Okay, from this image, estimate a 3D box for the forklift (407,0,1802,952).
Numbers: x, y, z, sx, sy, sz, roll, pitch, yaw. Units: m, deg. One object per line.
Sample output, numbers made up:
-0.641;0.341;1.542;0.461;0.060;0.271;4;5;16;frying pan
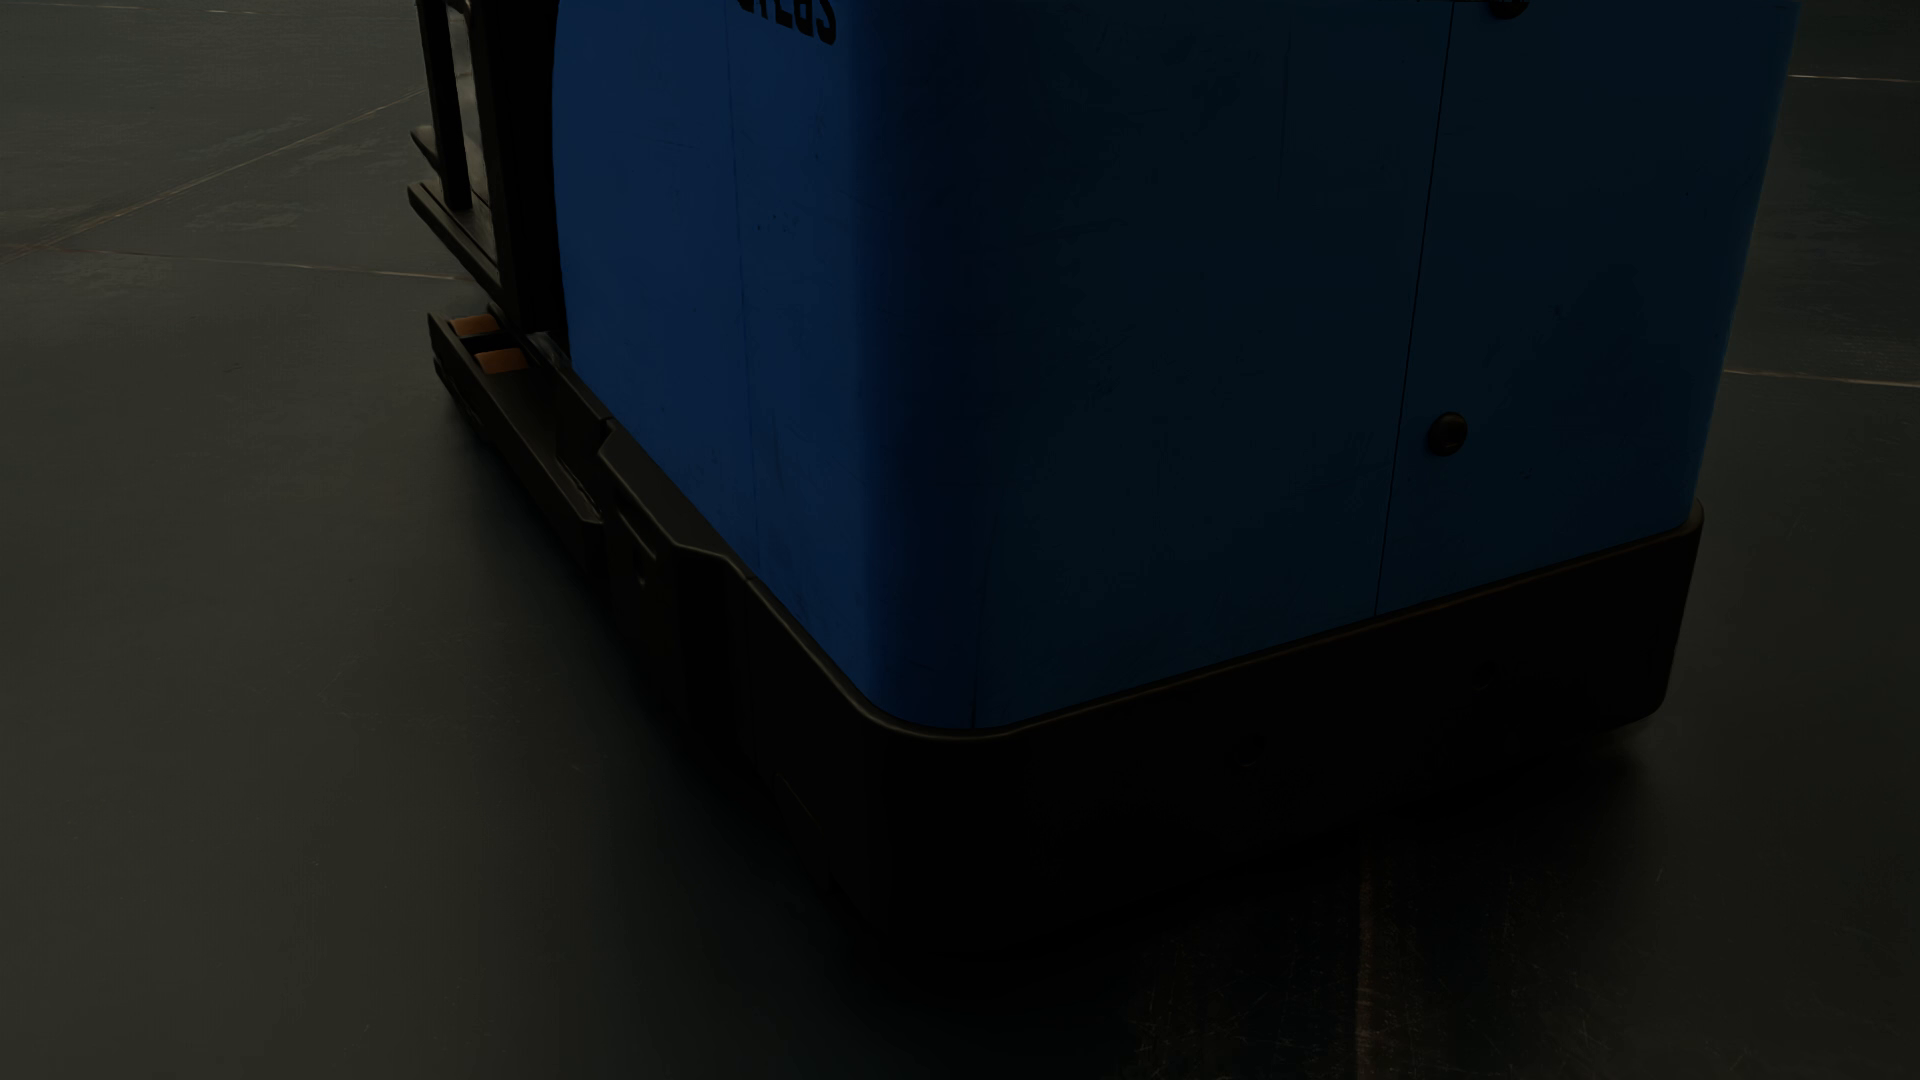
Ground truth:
-0.289;-1.551;2.321;1.130;2.935;3.031;-13;30;-25;forklift
